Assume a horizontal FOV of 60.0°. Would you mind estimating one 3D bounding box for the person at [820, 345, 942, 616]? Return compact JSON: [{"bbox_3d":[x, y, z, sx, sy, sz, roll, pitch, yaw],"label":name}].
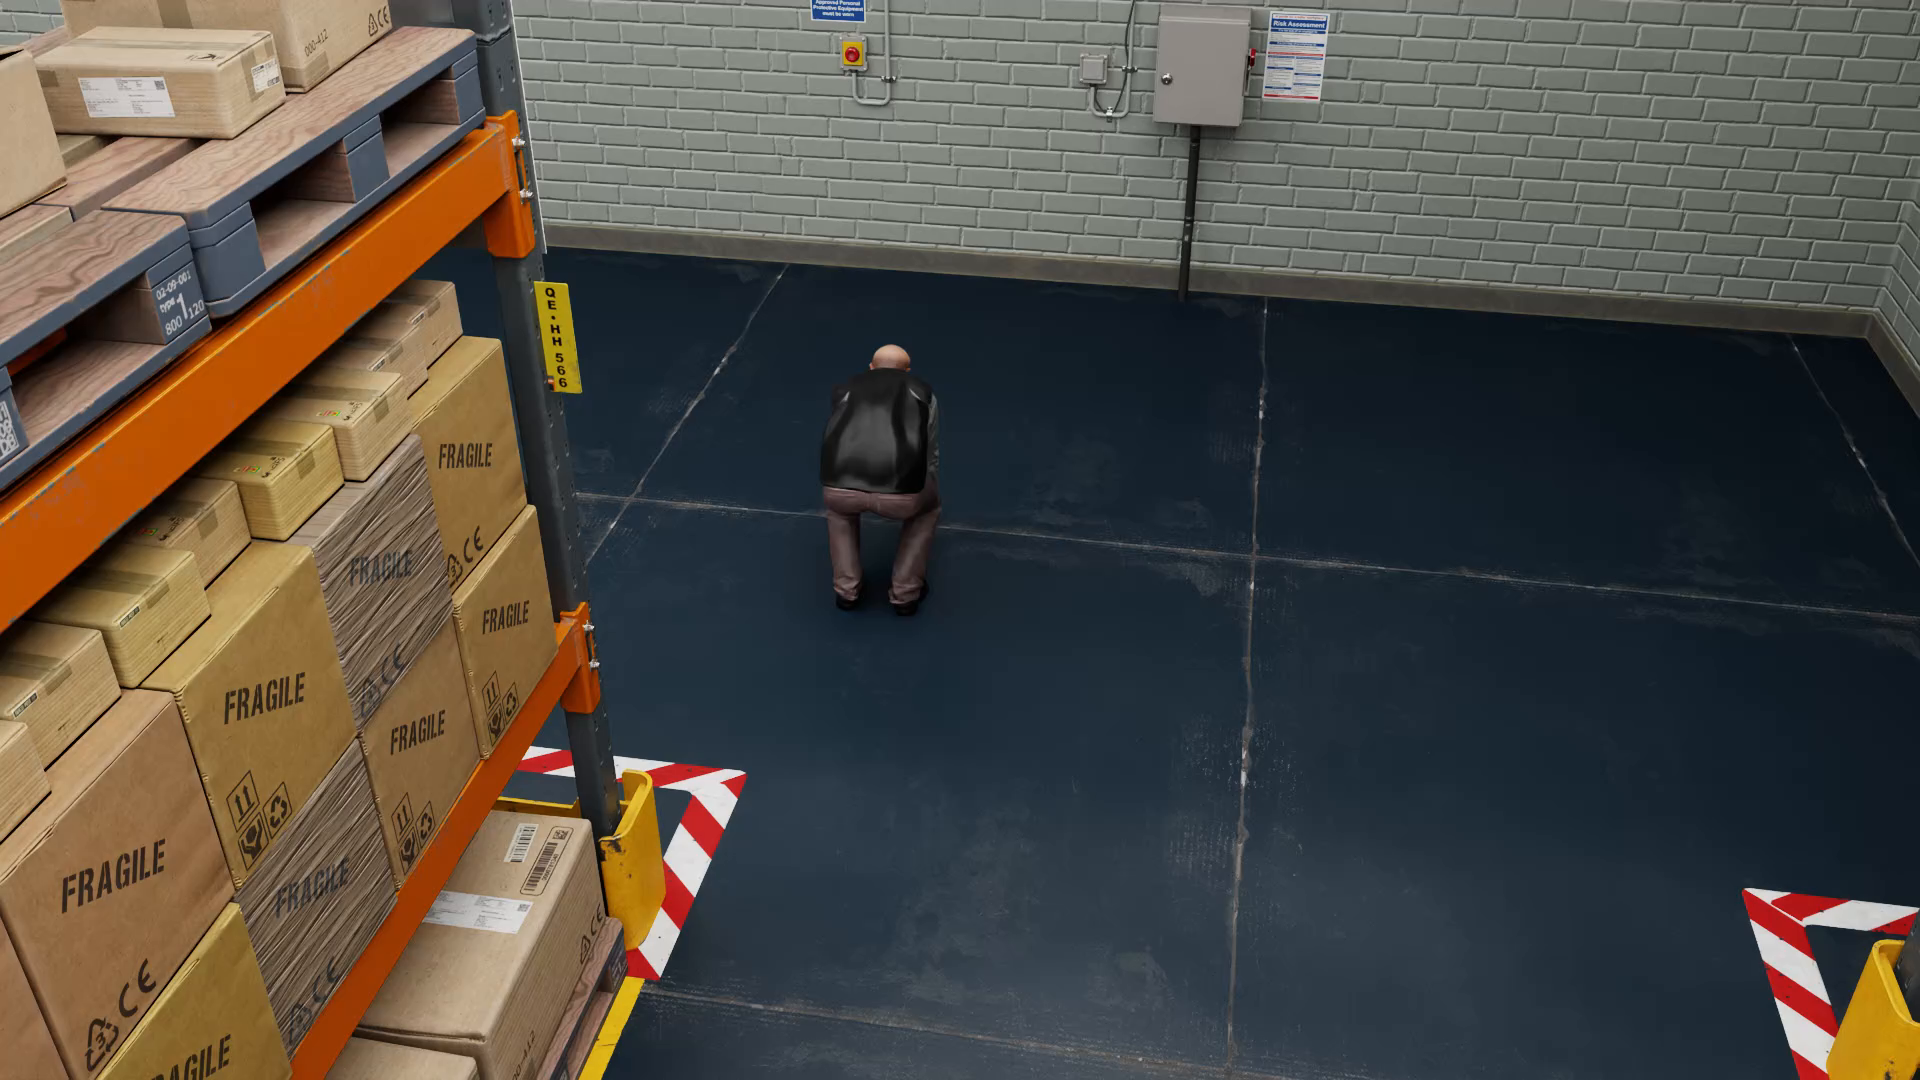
[{"bbox_3d":[-0.336,-0.252,7.254,0.518,0.986,0.945,4,32,6],"label":"person"}]
